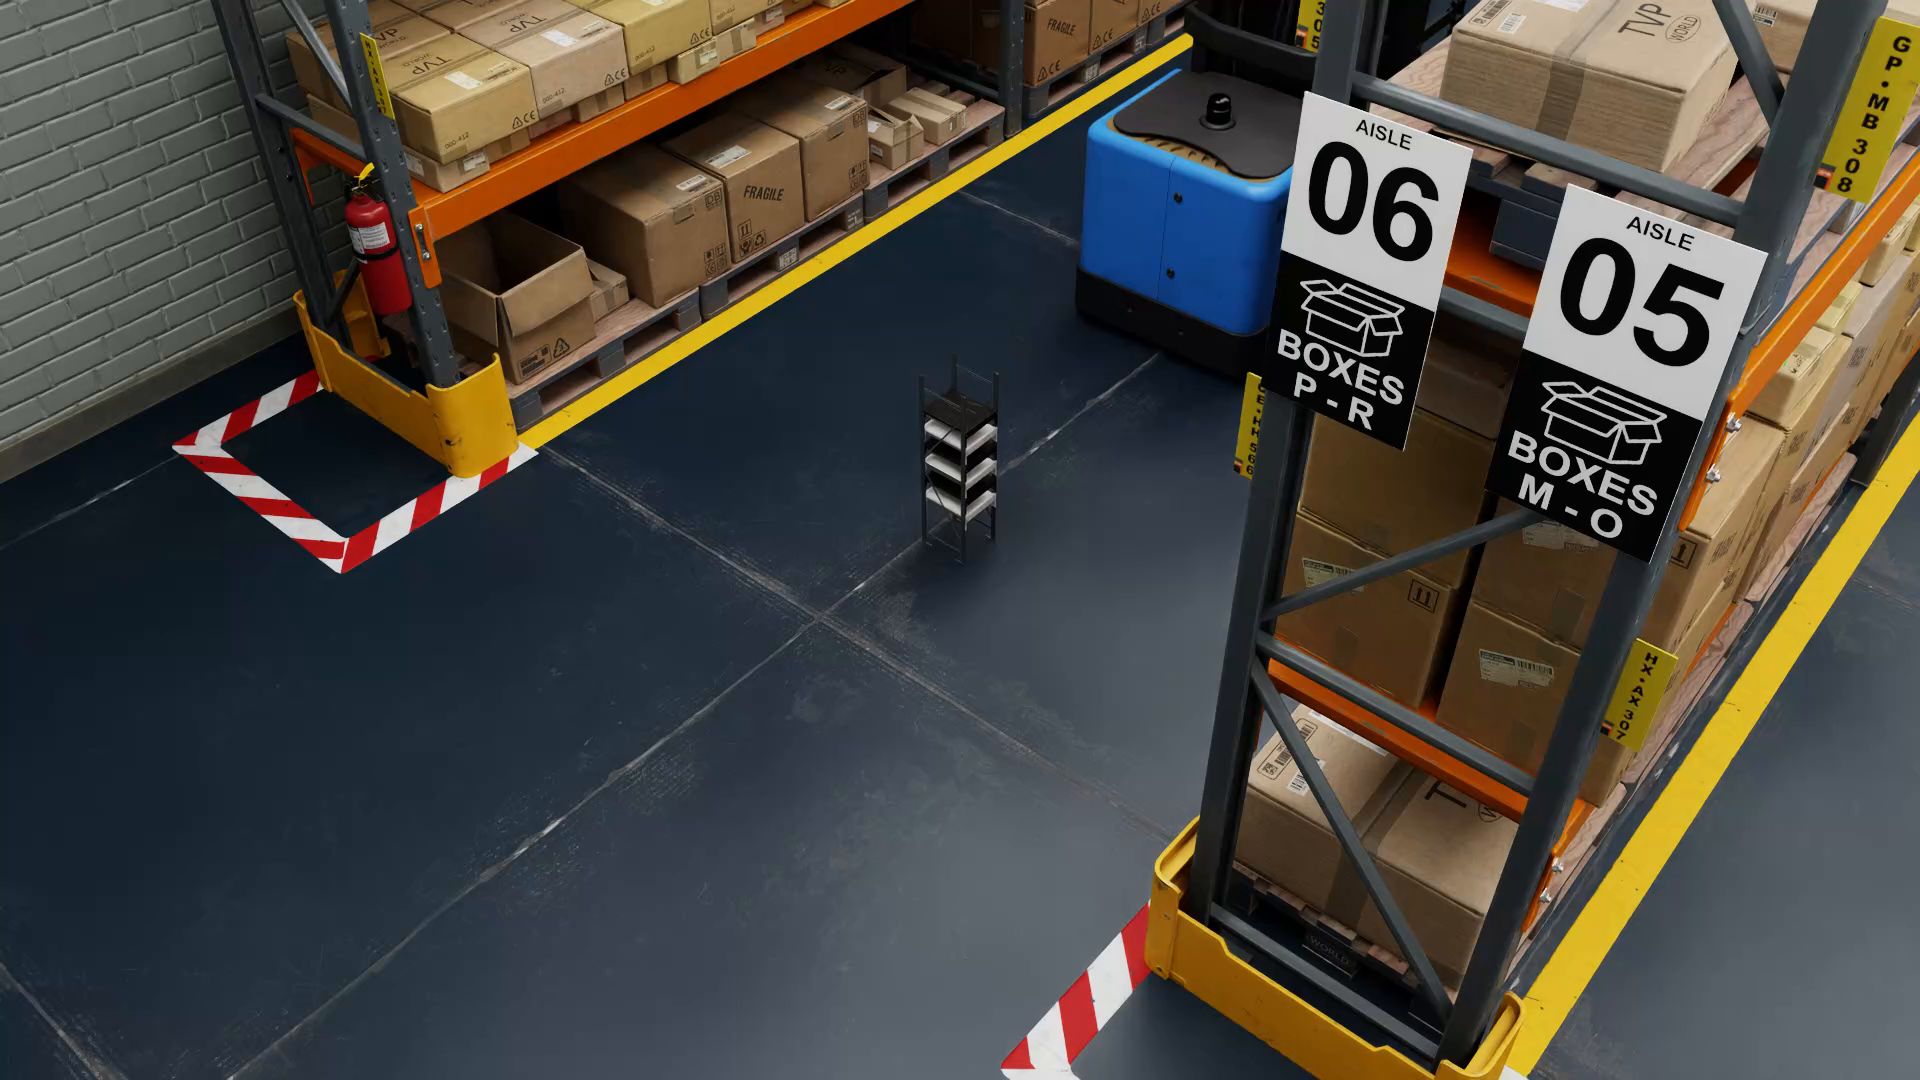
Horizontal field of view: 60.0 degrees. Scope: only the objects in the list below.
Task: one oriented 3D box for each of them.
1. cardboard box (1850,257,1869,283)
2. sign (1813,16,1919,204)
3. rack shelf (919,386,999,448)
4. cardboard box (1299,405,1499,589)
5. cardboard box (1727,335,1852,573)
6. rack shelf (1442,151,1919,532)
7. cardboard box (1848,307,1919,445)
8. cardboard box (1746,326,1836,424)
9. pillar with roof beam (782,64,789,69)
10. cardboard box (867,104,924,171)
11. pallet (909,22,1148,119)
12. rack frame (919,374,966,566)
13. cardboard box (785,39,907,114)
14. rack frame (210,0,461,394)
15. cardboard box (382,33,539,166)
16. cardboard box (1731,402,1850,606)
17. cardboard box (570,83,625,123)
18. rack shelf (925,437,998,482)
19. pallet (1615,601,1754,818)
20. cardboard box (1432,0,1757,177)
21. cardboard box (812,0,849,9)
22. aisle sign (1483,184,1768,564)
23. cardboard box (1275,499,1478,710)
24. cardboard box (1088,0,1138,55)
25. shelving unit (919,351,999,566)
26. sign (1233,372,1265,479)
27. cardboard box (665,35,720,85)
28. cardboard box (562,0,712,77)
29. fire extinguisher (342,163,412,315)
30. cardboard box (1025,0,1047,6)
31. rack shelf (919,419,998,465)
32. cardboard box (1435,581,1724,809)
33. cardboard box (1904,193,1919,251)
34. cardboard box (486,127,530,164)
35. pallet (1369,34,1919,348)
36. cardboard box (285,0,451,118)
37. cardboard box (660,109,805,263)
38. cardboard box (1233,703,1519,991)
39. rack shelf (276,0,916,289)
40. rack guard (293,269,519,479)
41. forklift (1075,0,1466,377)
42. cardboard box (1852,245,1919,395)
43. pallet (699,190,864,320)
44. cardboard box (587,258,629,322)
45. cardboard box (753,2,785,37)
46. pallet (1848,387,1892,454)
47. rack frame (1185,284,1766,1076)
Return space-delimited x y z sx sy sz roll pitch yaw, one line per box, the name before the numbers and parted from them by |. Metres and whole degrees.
cardboard box | 2.267 -0.787 4.586 0.380 0.149 0.250 30 50 29
sign | 1.594 -0.745 2.901 0.100 0.325 0.005 29 50 28
rack shelf | -0.005 -0.504 6.783 0.258 0.077 0.200 29 50 28
cardboard box | 1.301 -0.284 4.515 0.500 0.500 0.500 31 51 30
cardboard box | 2.027 -0.326 4.561 0.500 0.500 0.500 28 49 27
rack shelf | 2.460 -1.399 4.864 1.077 0.370 4.000 29 50 28
cardboard box | 3.005 -0.740 5.760 0.500 0.500 0.500 29 50 28
cardboard box | 1.983 -0.486 4.255 0.380 0.149 0.250 31 51 30
pillar with roof beam | 2.103 -4.120 5.092 9.100 9.000 0.400 29 50 28
cardboard box | -0.418 -2.278 9.246 0.396 0.266 0.258 31 51 30
pallet | 0.440 -3.136 10.542 1.003 0.211 1.213 29 50 28
rack frame | -0.071 -0.276 6.885 0.240 0.900 0.006 29 50 28
cardboard box | -0.660 -2.655 9.627 0.500 0.311 0.500 31 51 30
rack frame | -2.628 -1.673 6.860 1.000 3.000 0.127 29 50 28
cardboard box | -2.130 -1.844 6.939 0.500 0.250 0.500 30 50 29
cardboard box | 2.347 -0.212 5.179 0.500 0.500 0.500 29 50 28
cardboard box | -1.726 -2.035 7.446 0.380 0.149 0.250 31 51 30
rack shelf | -0.005 -0.371 6.905 0.258 0.077 0.200 29 50 28
pallet | 2.413 0.435 6.615 1.003 0.211 1.213 29 50 28
cardboard box | 1.394 -1.043 3.663 0.500 0.250 0.500 25 48 25
cardboard box | -0.698 -2.811 8.299 0.380 0.149 0.250 29 50 28
aisle sign | 1.349 -0.325 3.445 0.394 0.787 0.004 29 50 28
cardboard box | 1.281 0.074 4.864 0.500 0.500 0.500 30 50 29
cardboard box | 0.765 -3.393 10.298 0.500 0.500 0.500 29 50 28
shelving unit | -0.005 -0.329 6.943 0.258 0.900 0.210 29 50 28
sign | 0.767 -0.284 4.296 0.100 0.325 0.005 29 50 28
cardboard box | -1.340 -2.272 7.706 0.380 0.149 0.250 28 49 27
cardboard box | -1.482 -2.367 7.513 0.500 0.250 0.500 29 49 28
fire extinguisher | -2.369 -1.230 6.708 0.296 0.674 0.183 29 50 28
cardboard box | 0.380 -3.273 9.683 0.380 0.149 0.250 32 51 30
rack shelf | -0.005 -0.437 6.844 0.258 0.077 0.200 29 50 28
cardboard box | 1.702 0.314 4.600 0.500 0.500 0.500 29 50 28
cardboard box | 2.644 -1.016 4.838 0.380 0.149 0.250 28 49 28
cardboard box | -2.078 -1.781 7.166 0.380 0.149 0.250 31 51 29
pallet | 1.643 -0.989 3.945 1.003 0.211 1.213 29 50 28
cardboard box | -2.535 -2.079 7.197 0.500 0.250 0.500 31 51 30
cardboard box | -1.165 -1.830 8.578 0.500 0.500 0.500 30 50 29
cardboard box | 1.521 0.884 5.641 0.875 0.438 0.875 28 49 27
rack shelf | -1.341 -2.437 8.235 1.077 0.370 4.000 29 50 28
rack guard | -2.579 -0.787 7.744 1.175 0.500 0.348 29 50 28
forklift | 1.897 -2.802 8.152 1.130 2.935 3.031 28 49 28
cardboard box | 2.673 -0.851 5.139 0.500 0.500 0.500 30 50 29
pallet | -1.282 -1.716 8.981 1.003 0.211 1.213 29 50 28
cardboard box | -1.859 -1.249 8.201 0.380 0.149 0.250 28 49 27
cardboard box | -1.073 -2.579 8.044 0.380 0.149 0.250 29 50 28
pallet | 4.186 -0.984 8.175 1.003 0.211 1.213 29 50 28
rack frame | 1.173 0.474 4.499 1.000 3.000 0.127 29 50 28
